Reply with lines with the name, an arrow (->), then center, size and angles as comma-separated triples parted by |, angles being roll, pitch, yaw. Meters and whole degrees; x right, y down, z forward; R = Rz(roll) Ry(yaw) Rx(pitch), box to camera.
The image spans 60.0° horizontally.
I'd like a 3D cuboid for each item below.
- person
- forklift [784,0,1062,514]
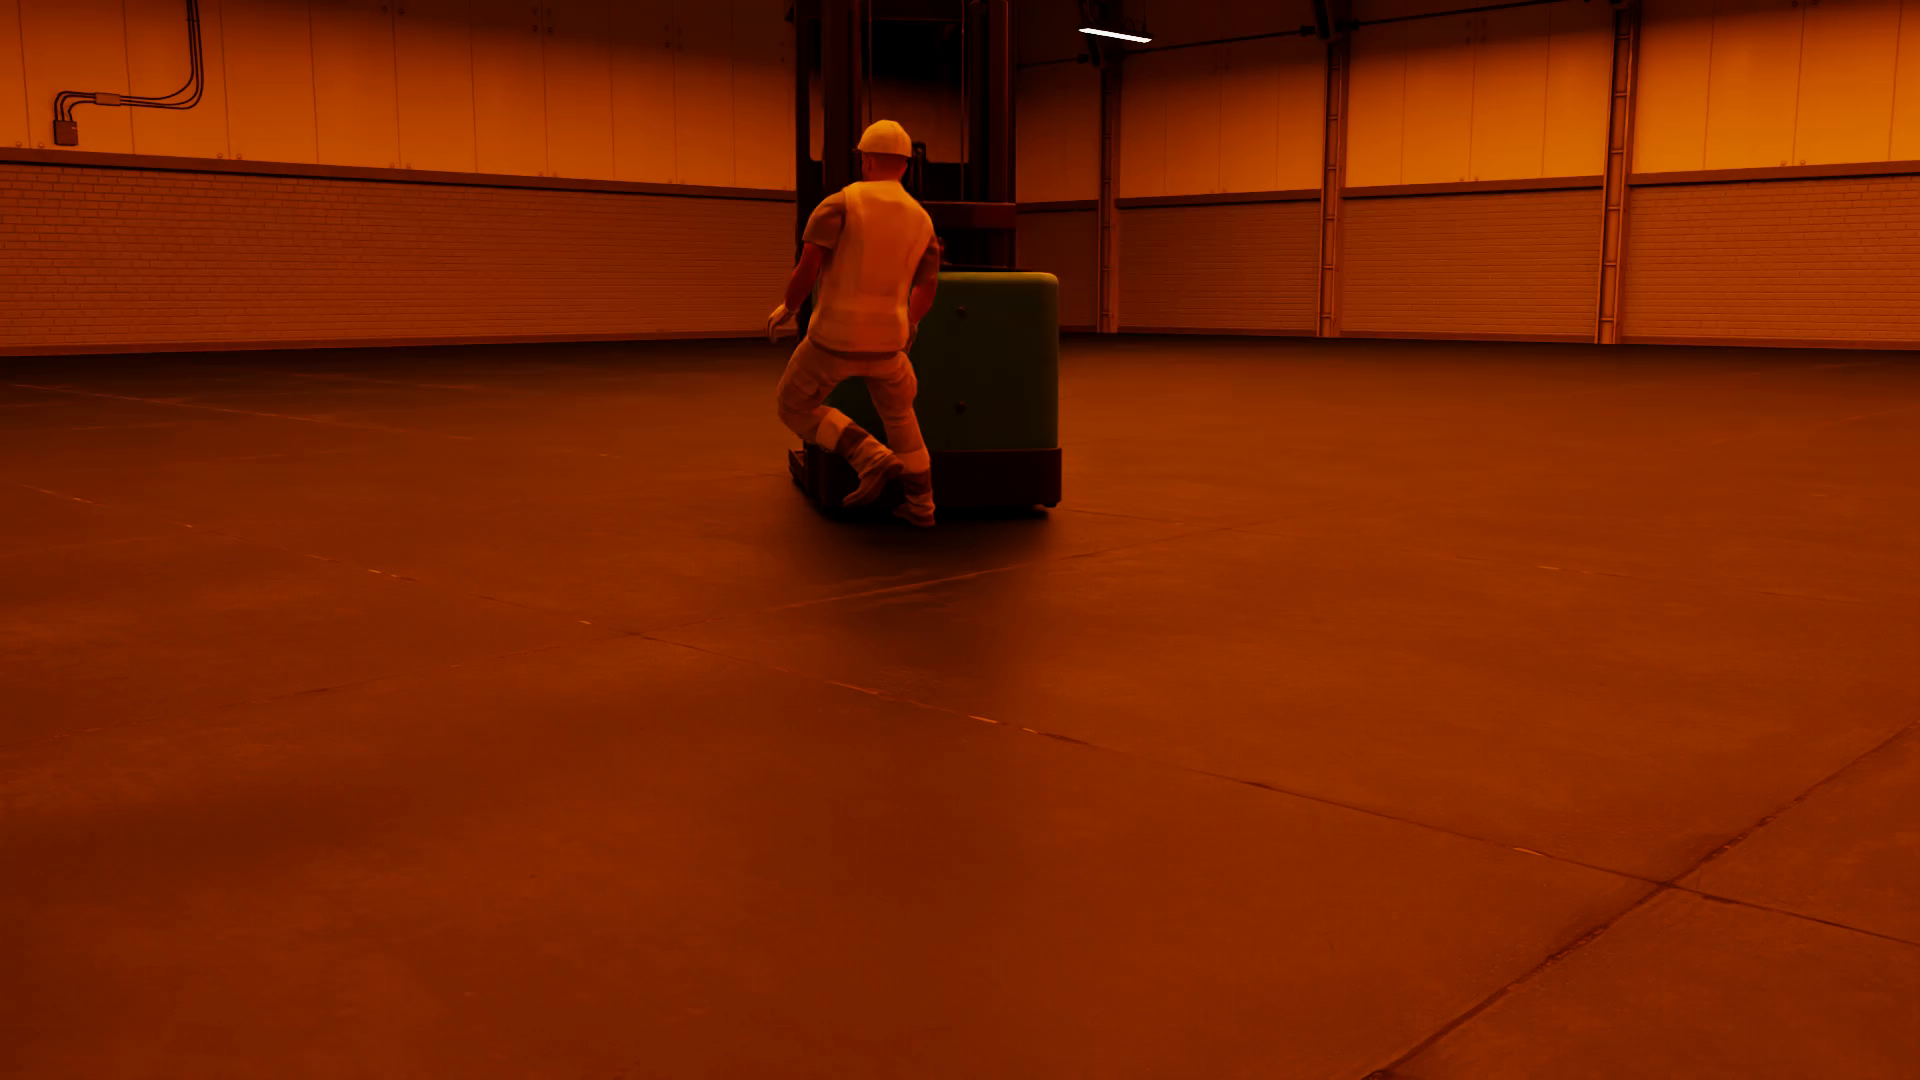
person -> -0.398, -0.837, 6.740 | 0.794, 1.665, 0.667 | -5, 10, -30
forklift -> -0.308, -1.747, 8.479 | 1.130, 2.935, 3.031 | -1, 9, -10
